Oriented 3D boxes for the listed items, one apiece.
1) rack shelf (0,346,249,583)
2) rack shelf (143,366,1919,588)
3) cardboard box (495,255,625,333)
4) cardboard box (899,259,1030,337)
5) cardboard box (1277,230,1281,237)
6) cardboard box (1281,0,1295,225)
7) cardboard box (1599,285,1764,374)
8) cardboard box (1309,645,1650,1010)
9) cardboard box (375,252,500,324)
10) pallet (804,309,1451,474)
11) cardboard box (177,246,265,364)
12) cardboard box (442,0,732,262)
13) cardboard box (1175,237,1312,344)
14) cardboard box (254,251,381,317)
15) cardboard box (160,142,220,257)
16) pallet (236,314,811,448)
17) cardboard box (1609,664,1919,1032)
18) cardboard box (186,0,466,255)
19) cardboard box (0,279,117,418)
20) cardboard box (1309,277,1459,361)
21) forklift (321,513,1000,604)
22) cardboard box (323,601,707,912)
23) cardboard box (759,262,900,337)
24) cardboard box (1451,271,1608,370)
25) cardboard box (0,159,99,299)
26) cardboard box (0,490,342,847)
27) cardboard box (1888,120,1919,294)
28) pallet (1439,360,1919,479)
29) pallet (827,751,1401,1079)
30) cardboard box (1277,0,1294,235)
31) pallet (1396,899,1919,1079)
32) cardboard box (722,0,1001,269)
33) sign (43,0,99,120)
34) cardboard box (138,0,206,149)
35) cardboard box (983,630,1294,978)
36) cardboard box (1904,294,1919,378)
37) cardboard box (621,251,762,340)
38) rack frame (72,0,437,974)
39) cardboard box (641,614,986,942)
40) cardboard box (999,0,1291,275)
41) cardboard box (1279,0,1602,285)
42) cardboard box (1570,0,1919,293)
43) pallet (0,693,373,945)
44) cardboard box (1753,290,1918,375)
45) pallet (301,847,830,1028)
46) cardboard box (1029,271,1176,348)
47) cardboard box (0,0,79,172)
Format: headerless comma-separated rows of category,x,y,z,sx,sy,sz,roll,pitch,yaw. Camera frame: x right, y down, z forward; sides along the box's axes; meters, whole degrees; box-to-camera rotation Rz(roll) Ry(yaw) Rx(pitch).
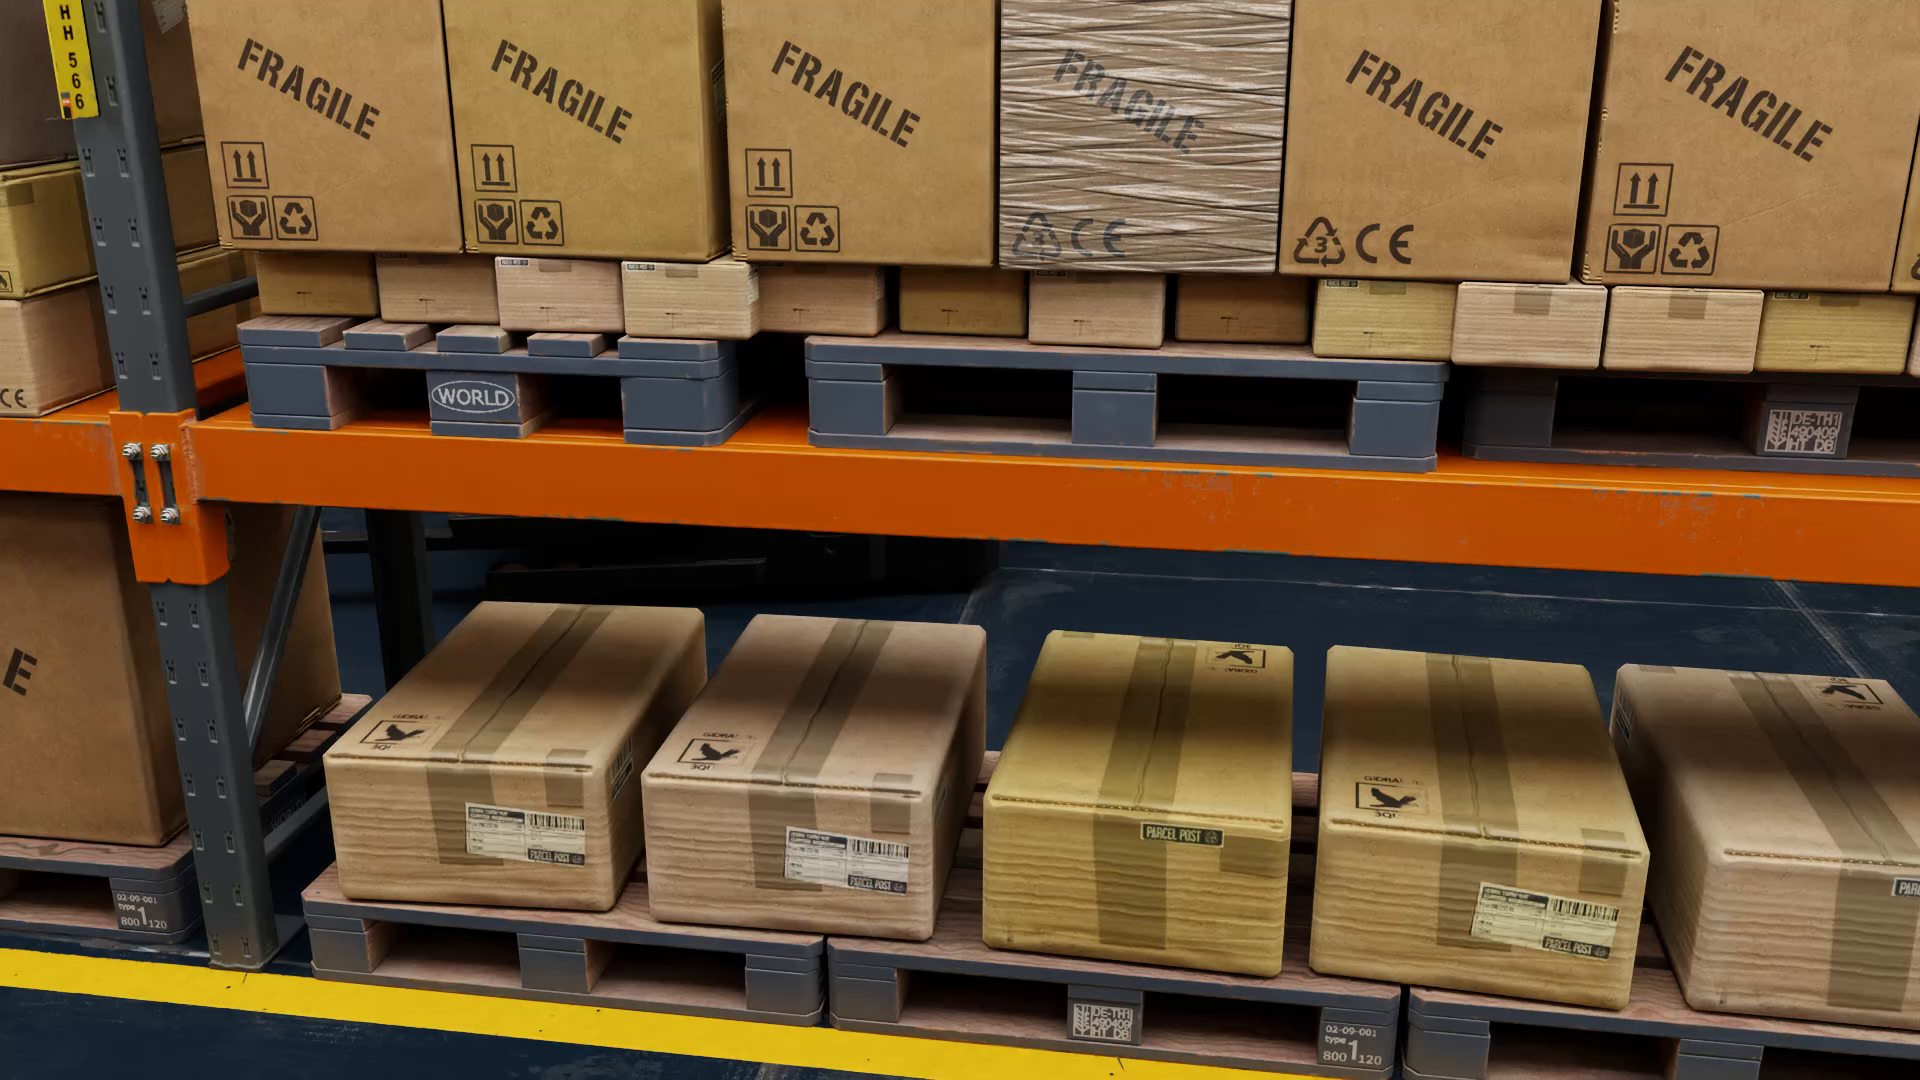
rack shelf,-3.566,-0.344,4.239,4.000,0.370,1.077,3,19,9
rack shelf,0.383,-0.143,3.637,4.000,0.370,1.077,3,19,9
cardboard box,-0.763,-0.537,3.416,0.250,0.149,0.380,2,19,5
cardboard box,0.040,-0.527,3.386,0.250,0.149,0.380,4,19,11
cardboard box,0.834,-0.635,3.708,0.250,0.149,0.380,3,19,9
cardboard box,0.960,-0.939,3.593,0.500,0.500,0.500,3,19,8
cardboard box,1.288,-0.424,3.076,0.250,0.149,0.380,3,19,8
cardboard box,1.129,0.603,3.754,0.625,0.372,0.950,4,19,12
cardboard box,-1.026,-0.566,3.500,0.250,0.149,0.380,2,19,5
pallet,0.370,-0.407,3.595,1.213,0.211,1.003,3,19,9
cardboard box,-2.035,-0.617,4.157,0.500,0.250,0.500,3,19,8
cardboard box,-0.668,-0.853,3.338,0.500,0.500,0.500,4,19,11
cardboard box,0.557,-0.504,3.317,0.250,0.149,0.380,2,19,7
cardboard box,-1.300,-0.590,3.574,0.250,0.149,0.380,2,19,5
cardboard box,-2.053,-0.854,4.076,0.500,0.250,0.500,3,19,8
pallet,-0.871,-0.491,3.847,1.003,0.211,1.213,3,19,9
cardboard box,1.840,0.638,3.649,0.625,0.372,0.950,3,19,9
cardboard box,-1.184,-0.877,3.410,0.500,0.500,0.500,2,19,7
cardboard box,-2.132,-0.458,3.680,0.500,0.250,0.500,2,19,7
cardboard box,0.801,-0.459,3.181,0.250,0.149,0.380,3,19,9
forklift,-1.402,-1.311,6.101,3.031,2.935,1.130,-2,19,-6
cardboard box,-1.035,0.494,4.080,0.625,0.372,0.950,2,19,5
cardboard box,-0.245,-0.529,3.392,0.250,0.149,0.380,4,19,12
cardboard box,1.036,-0.435,3.111,0.250,0.149,0.380,3,19,9
cardboard box,-2.110,-0.696,3.603,0.500,0.250,0.500,3,19,8
cardboard box,-2.260,0.163,4.276,0.875,0.875,0.875,3,19,8
cardboard box,1.865,-0.723,2.947,0.500,0.500,0.500,3,19,8
pallet,1.626,-0.377,3.504,1.213,0.211,1.003,3,19,9
pallet,0.381,0.839,3.962,1.213,0.211,1.003,3,19,9
cardboard box,0.451,-0.961,3.661,0.500,0.500,0.500,2,19,6
pallet,1.589,0.900,3.780,1.213,0.211,1.003,3,19,9
cardboard box,-0.143,-0.829,3.264,0.500,0.500,0.500,3,19,10
sign,-1.676,-0.960,3.120,0.005,0.325,0.100,3,19,9
cardboard box,-2.040,-1.208,3.952,0.500,0.500,0.500,2,19,7
cardboard box,0.443,0.568,3.857,0.625,0.372,0.950,4,19,10
cardboard box,1.806,-0.403,3.014,0.250,0.149,0.380,3,19,9
cardboard box,-0.495,-0.517,3.355,0.250,0.149,0.380,3,19,9
rack frame,-1.591,-0.585,3.824,0.127,3.000,1.000,3,19,9
cardboard box,-0.305,0.528,3.976,0.625,0.372,0.950,3,19,8
cardboard box,0.350,-0.801,3.182,0.500,0.500,0.500,2,19,7
cardboard box,0.867,-0.775,3.104,0.500,0.500,0.500,4,19,11
cardboard box,1.376,-0.747,3.020,0.500,0.500,0.500,3,19,9
pallet,-2.358,0.674,4.455,1.213,0.211,1.003,3,19,9
cardboard box,1.549,-0.422,3.070,0.250,0.149,0.380,2,19,7
pallet,-0.820,0.777,4.147,1.213,0.211,1.003,3,19,9
cardboard box,0.288,-0.494,3.285,0.250,0.149,0.380,4,19,10
cardboard box,-2.143,-1.051,3.482,0.500,0.500,0.500,2,19,7
